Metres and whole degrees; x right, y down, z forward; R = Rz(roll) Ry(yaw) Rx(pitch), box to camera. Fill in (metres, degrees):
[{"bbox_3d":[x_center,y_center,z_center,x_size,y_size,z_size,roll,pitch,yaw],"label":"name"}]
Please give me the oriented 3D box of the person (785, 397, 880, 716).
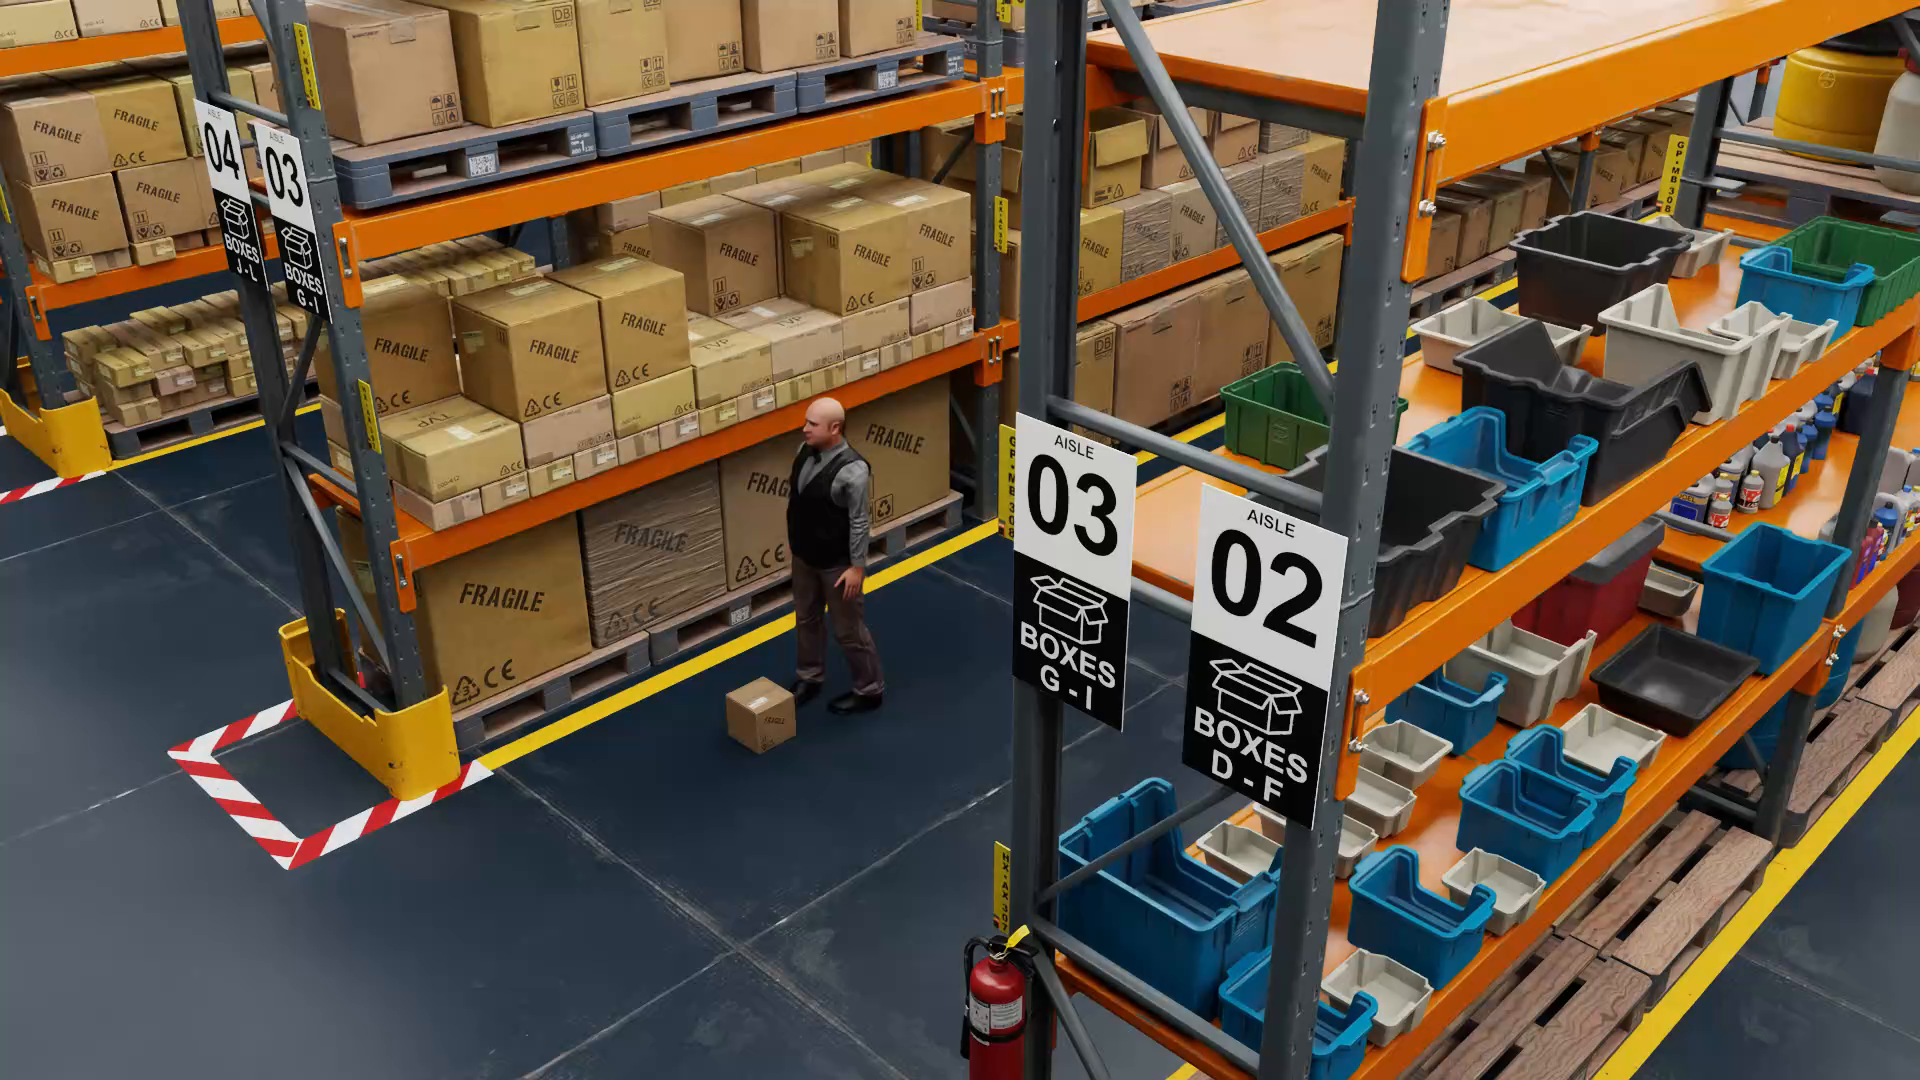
[{"bbox_3d":[-0.692,0.095,8.474,0.552,1.737,0.427,25,36,39],"label":"person"}]
